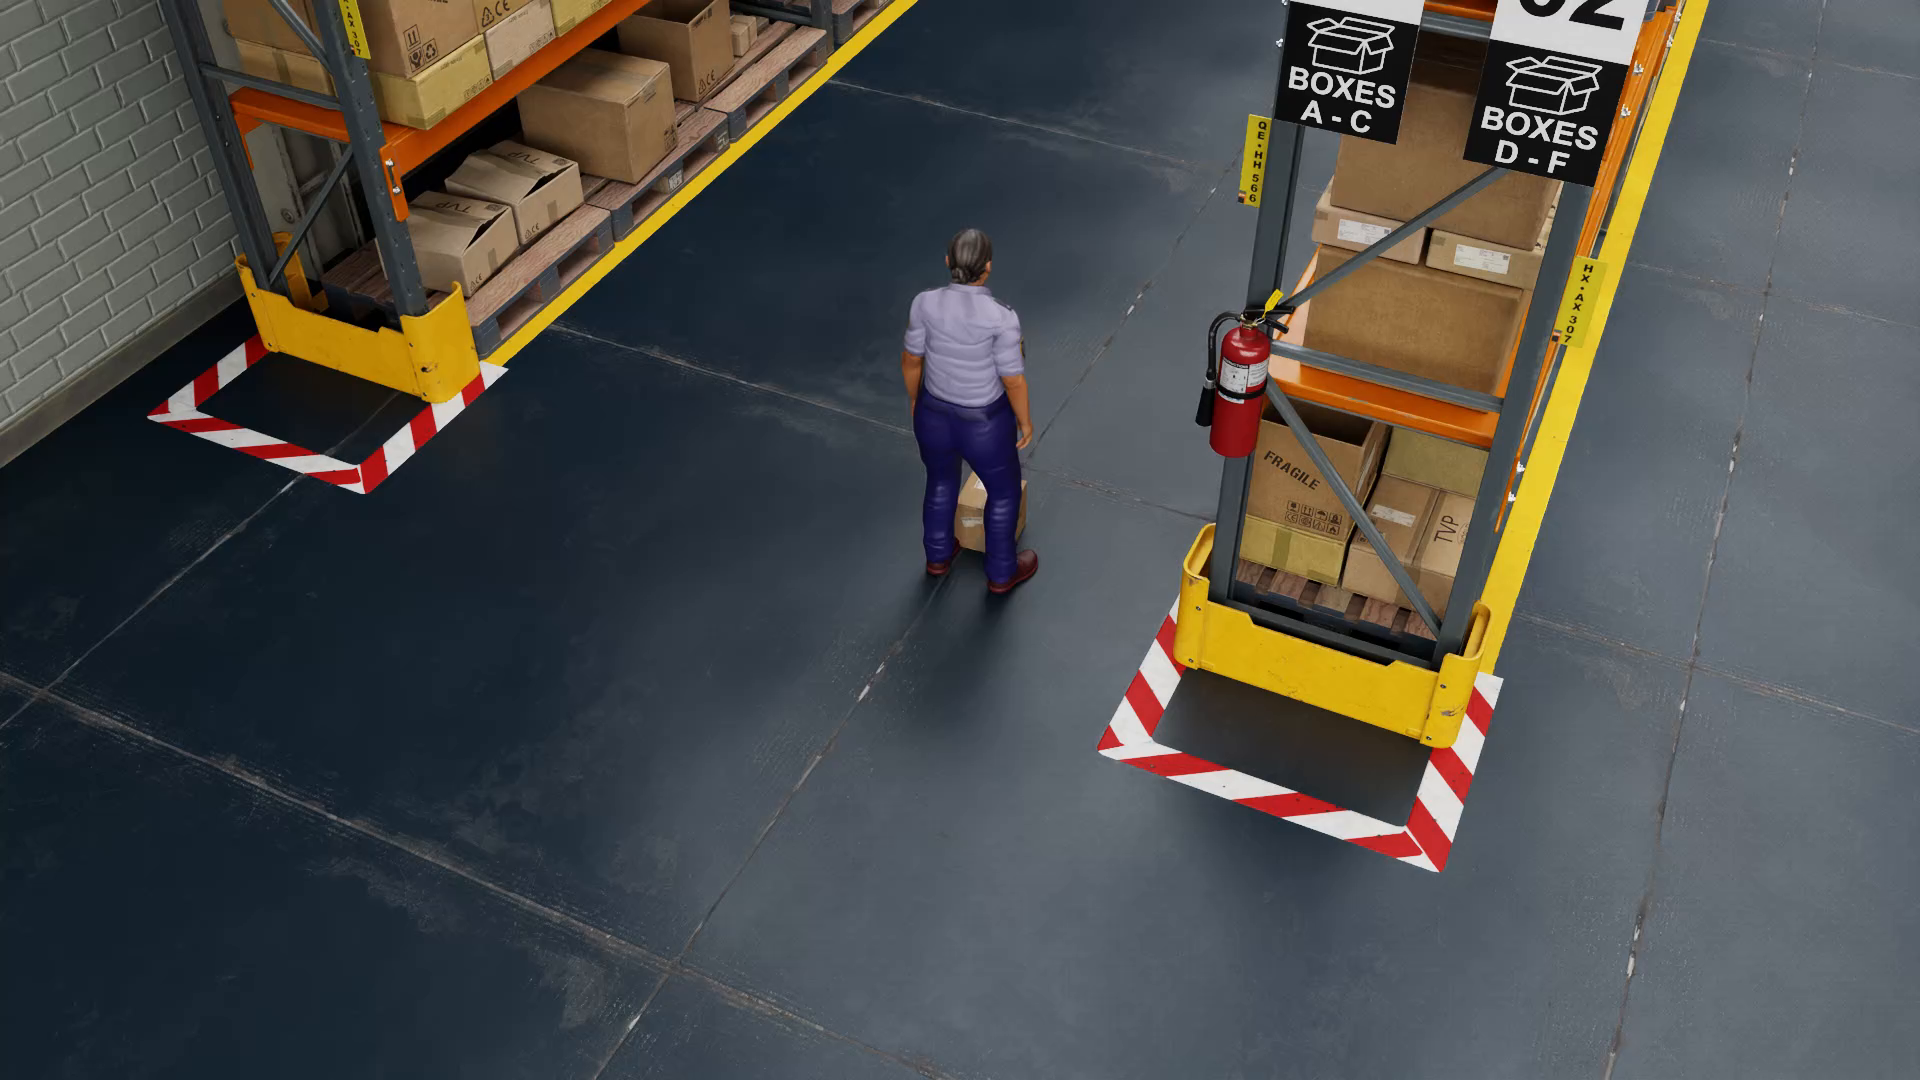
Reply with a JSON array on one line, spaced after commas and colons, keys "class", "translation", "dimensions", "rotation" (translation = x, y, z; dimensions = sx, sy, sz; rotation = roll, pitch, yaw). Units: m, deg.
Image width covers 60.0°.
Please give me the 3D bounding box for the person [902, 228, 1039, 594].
[{"class": "person", "translation": [0.039, -0.489, 6.707], "dimensions": [0.557, 1.648, 0.367], "rotation": [16, 45, 17]}]
